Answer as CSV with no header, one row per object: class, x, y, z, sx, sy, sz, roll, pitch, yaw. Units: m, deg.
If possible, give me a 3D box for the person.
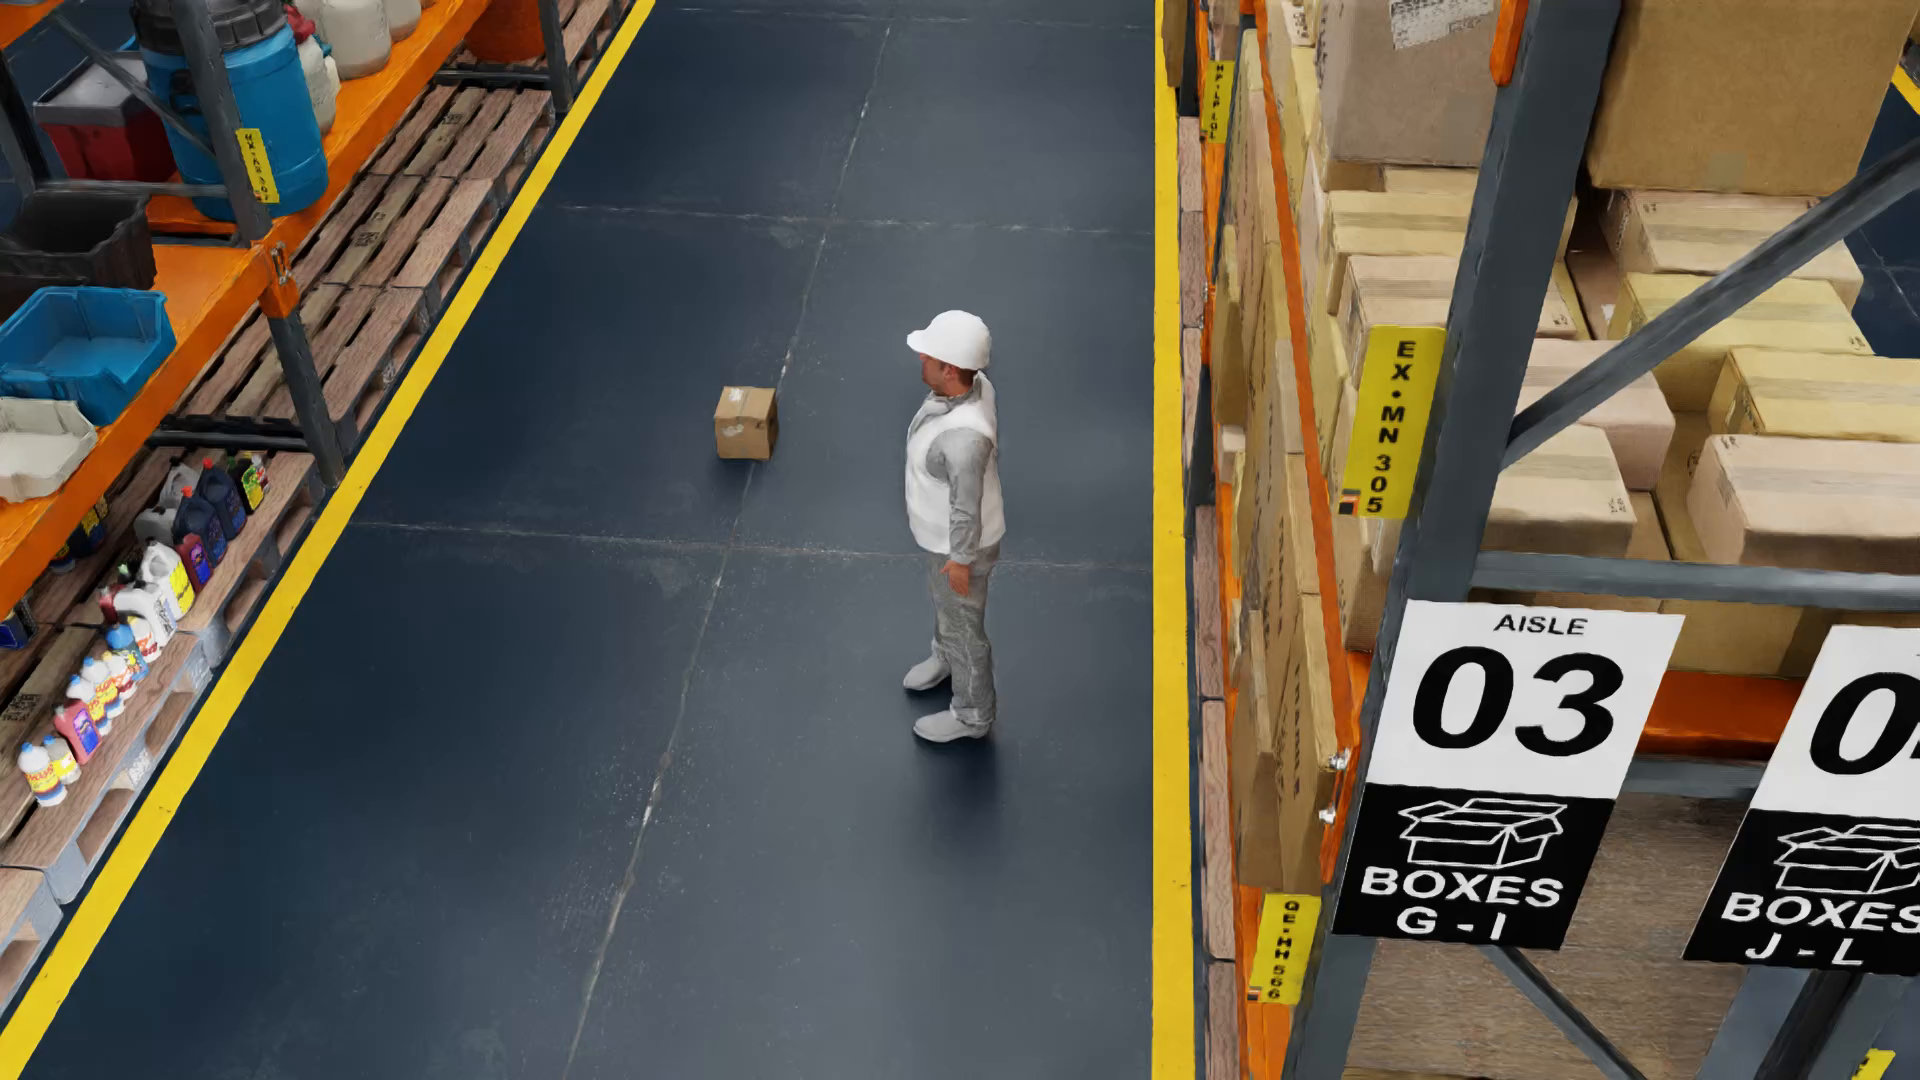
person,-0.033,-0.057,6.182,0.395,1.773,0.548,-1,40,-1
